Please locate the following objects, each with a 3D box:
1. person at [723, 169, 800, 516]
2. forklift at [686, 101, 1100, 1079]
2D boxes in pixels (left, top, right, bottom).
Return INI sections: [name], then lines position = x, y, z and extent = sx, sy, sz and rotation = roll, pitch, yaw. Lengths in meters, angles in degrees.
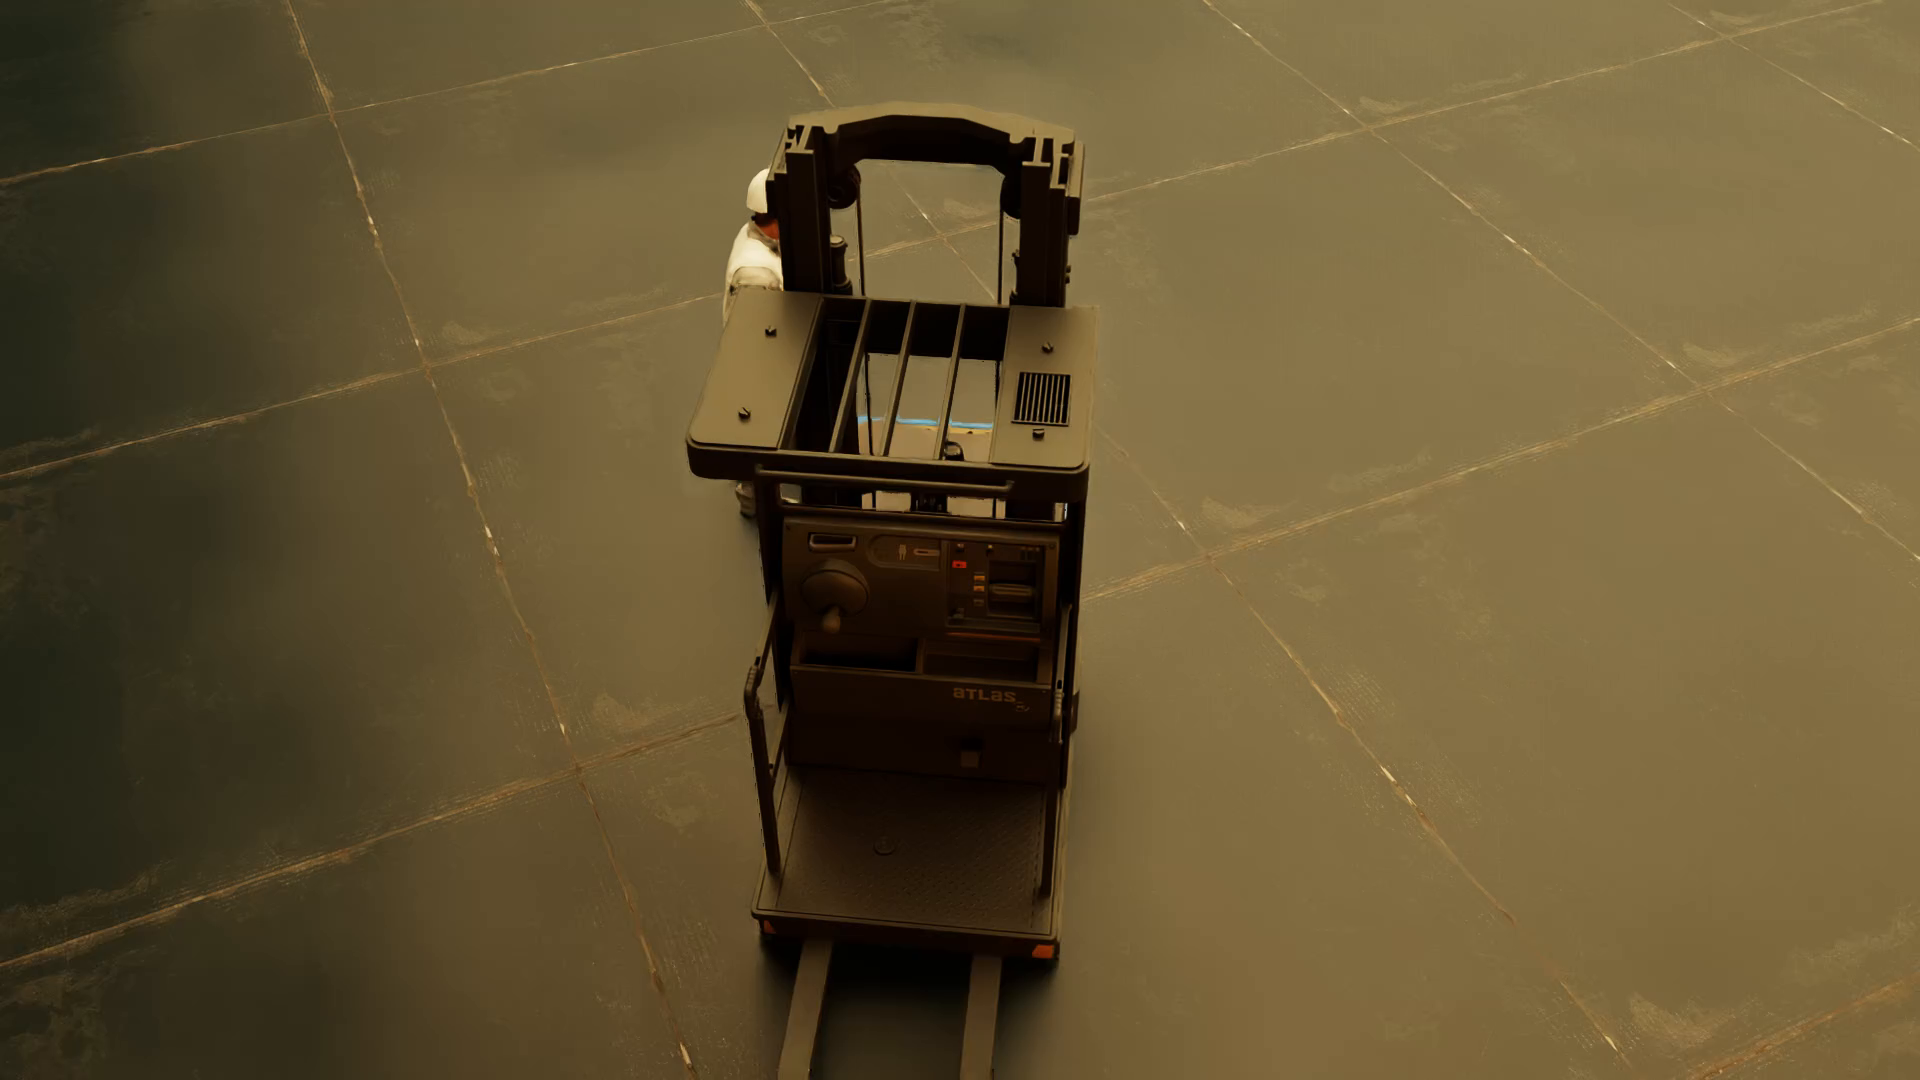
[person]
position = -0.845, -0.882, 7.512
extent = 0.464, 1.745, 0.856
rotation = -1, 43, -1
[forklift]
position = -0.156, 0.227, 5.437
extent = 1.130, 2.935, 3.031
rotation = 4, 43, 4
